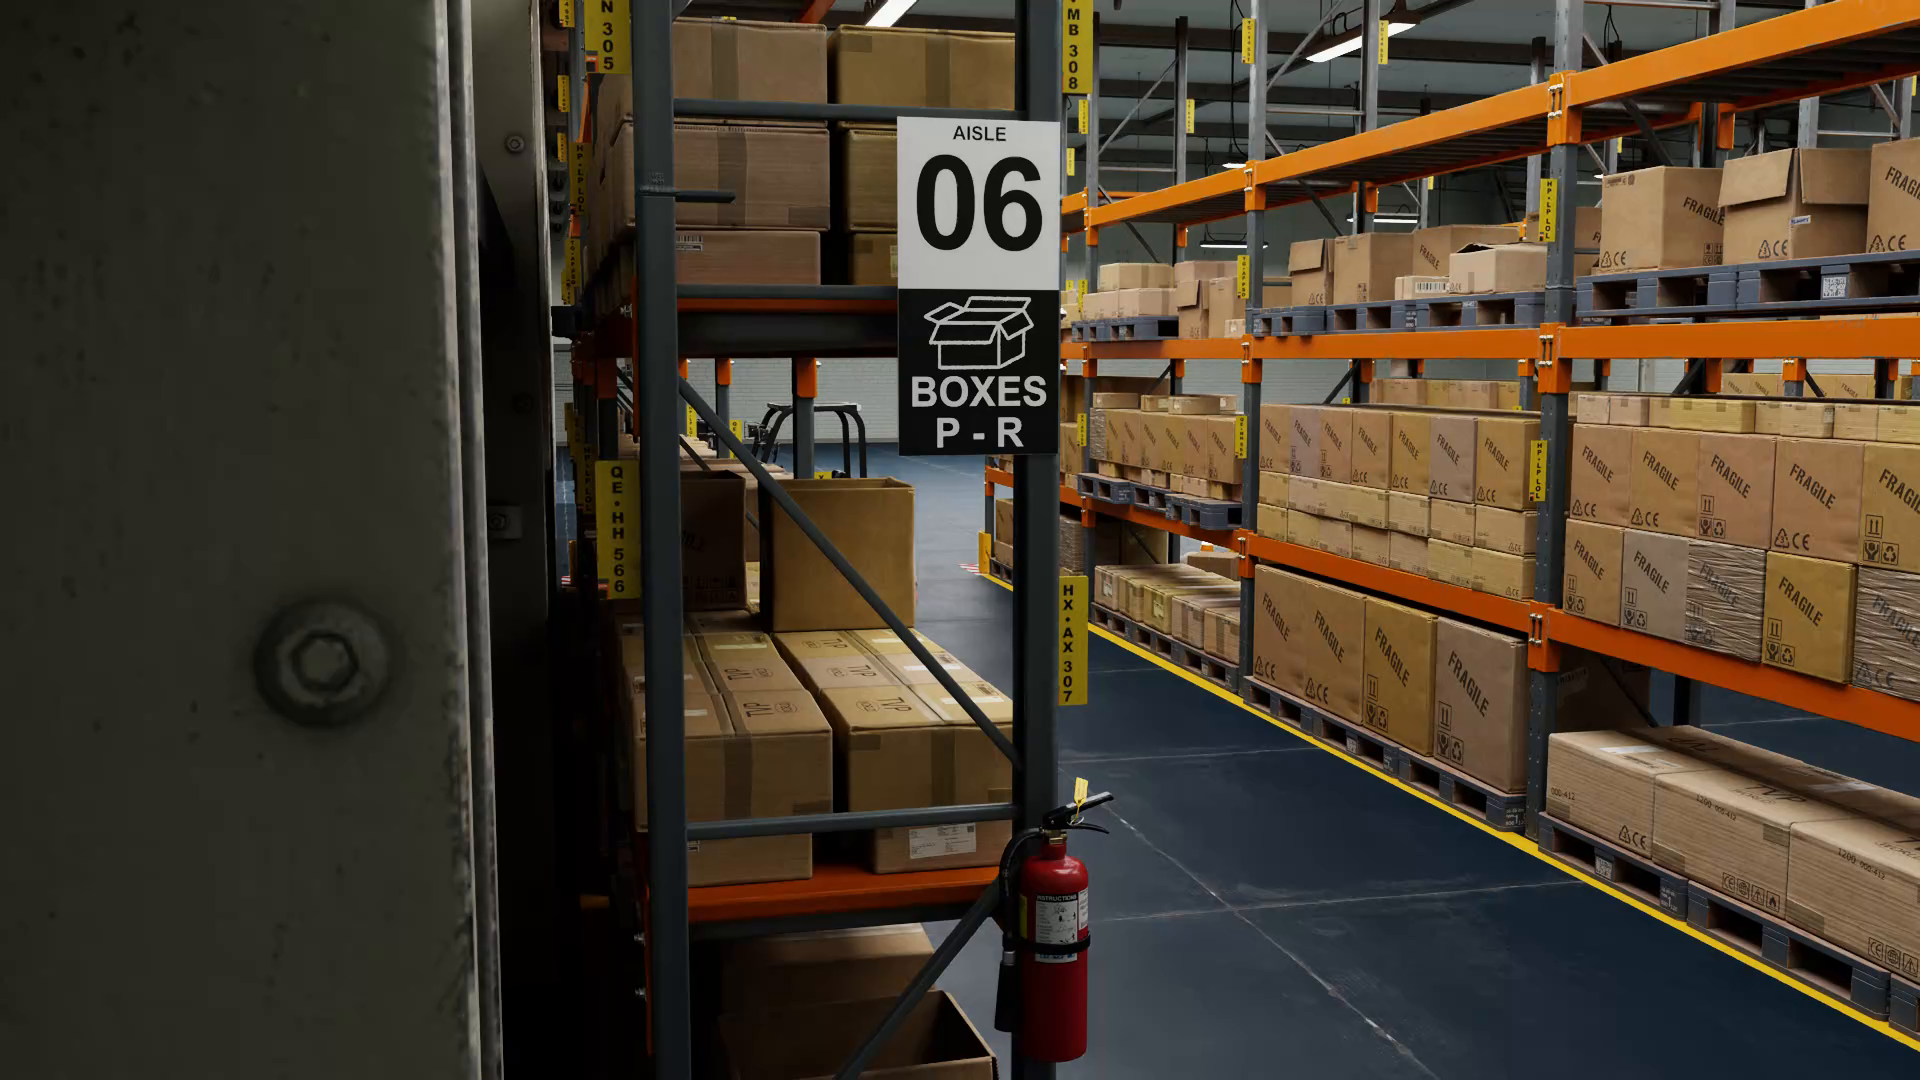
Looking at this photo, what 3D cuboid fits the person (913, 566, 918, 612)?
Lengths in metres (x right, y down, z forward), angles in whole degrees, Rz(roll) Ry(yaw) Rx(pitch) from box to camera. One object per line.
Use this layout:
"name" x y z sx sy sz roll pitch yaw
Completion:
"person" -0.661 0.483 15.666 0.490 0.932 0.805 -2 6 -14
